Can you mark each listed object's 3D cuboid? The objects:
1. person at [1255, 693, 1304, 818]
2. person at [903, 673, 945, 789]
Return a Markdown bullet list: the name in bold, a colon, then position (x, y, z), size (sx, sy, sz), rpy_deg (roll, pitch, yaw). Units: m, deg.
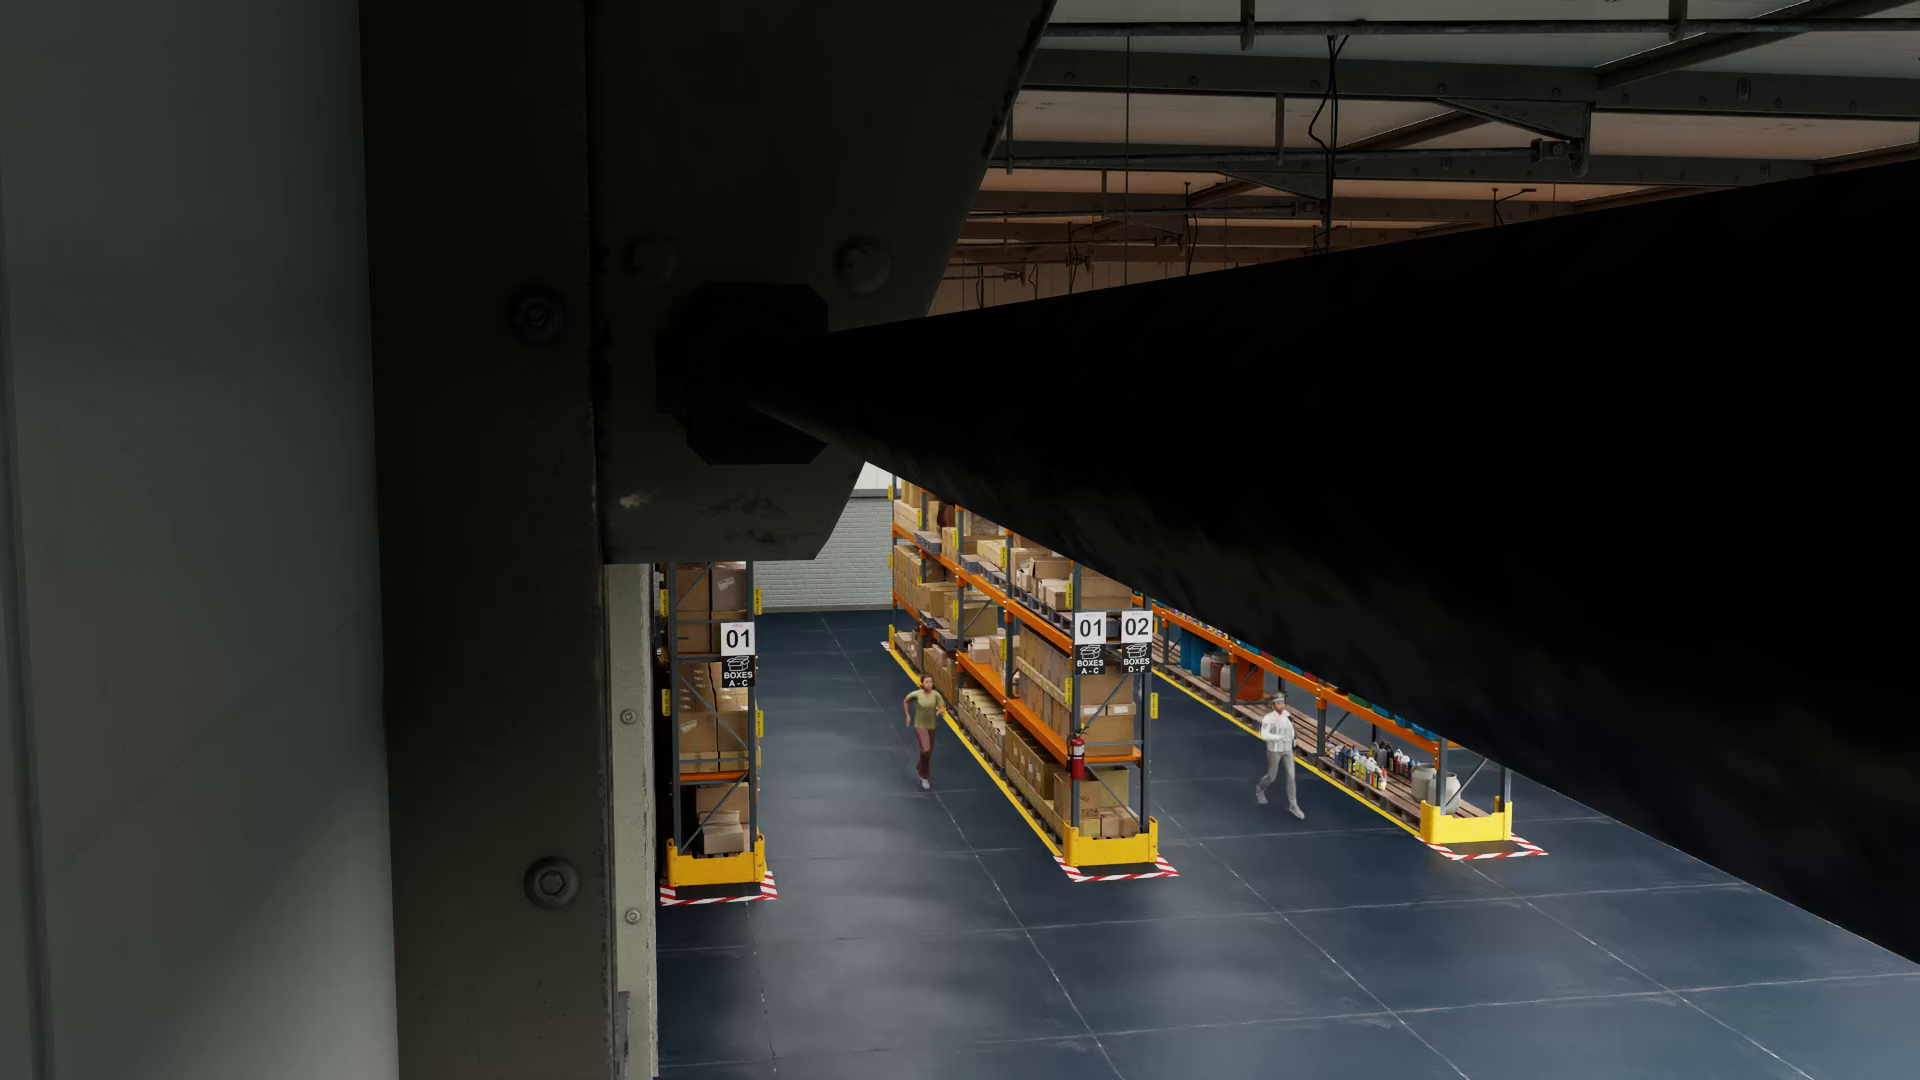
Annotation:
- **person**: position (4.491, 2.960, 23.266), size (0.623, 1.675, 0.992), rpy_deg (-2, 7, -19)
- **person**: position (-0.512, 2.828, 24.775), size (0.540, 1.713, 0.801), rpy_deg (-3, 7, -23)
